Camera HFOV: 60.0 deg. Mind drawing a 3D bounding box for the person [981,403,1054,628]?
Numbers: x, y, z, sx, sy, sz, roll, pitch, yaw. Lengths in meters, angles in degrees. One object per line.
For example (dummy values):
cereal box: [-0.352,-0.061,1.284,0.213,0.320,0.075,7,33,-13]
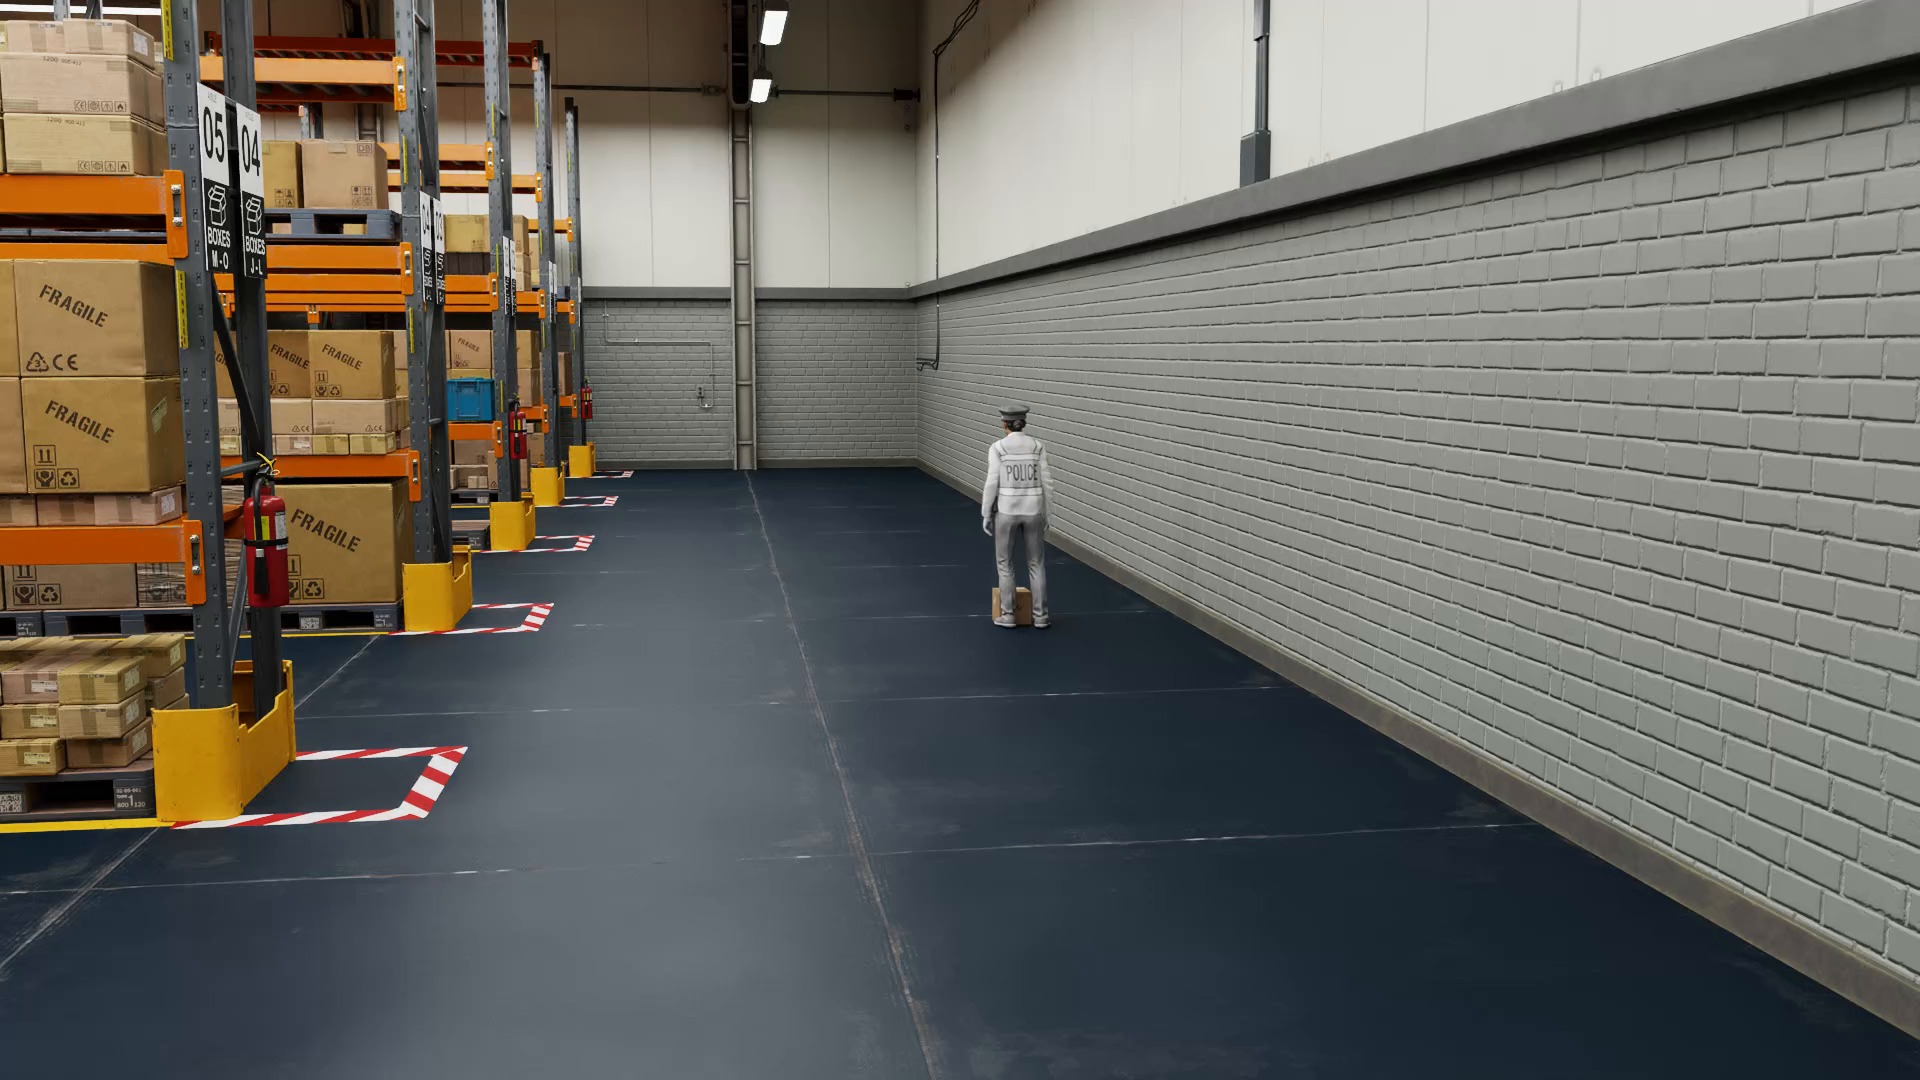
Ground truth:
person: [0.424,-0.177,12.334,0.547,1.667,0.408,-1,7,-12]
